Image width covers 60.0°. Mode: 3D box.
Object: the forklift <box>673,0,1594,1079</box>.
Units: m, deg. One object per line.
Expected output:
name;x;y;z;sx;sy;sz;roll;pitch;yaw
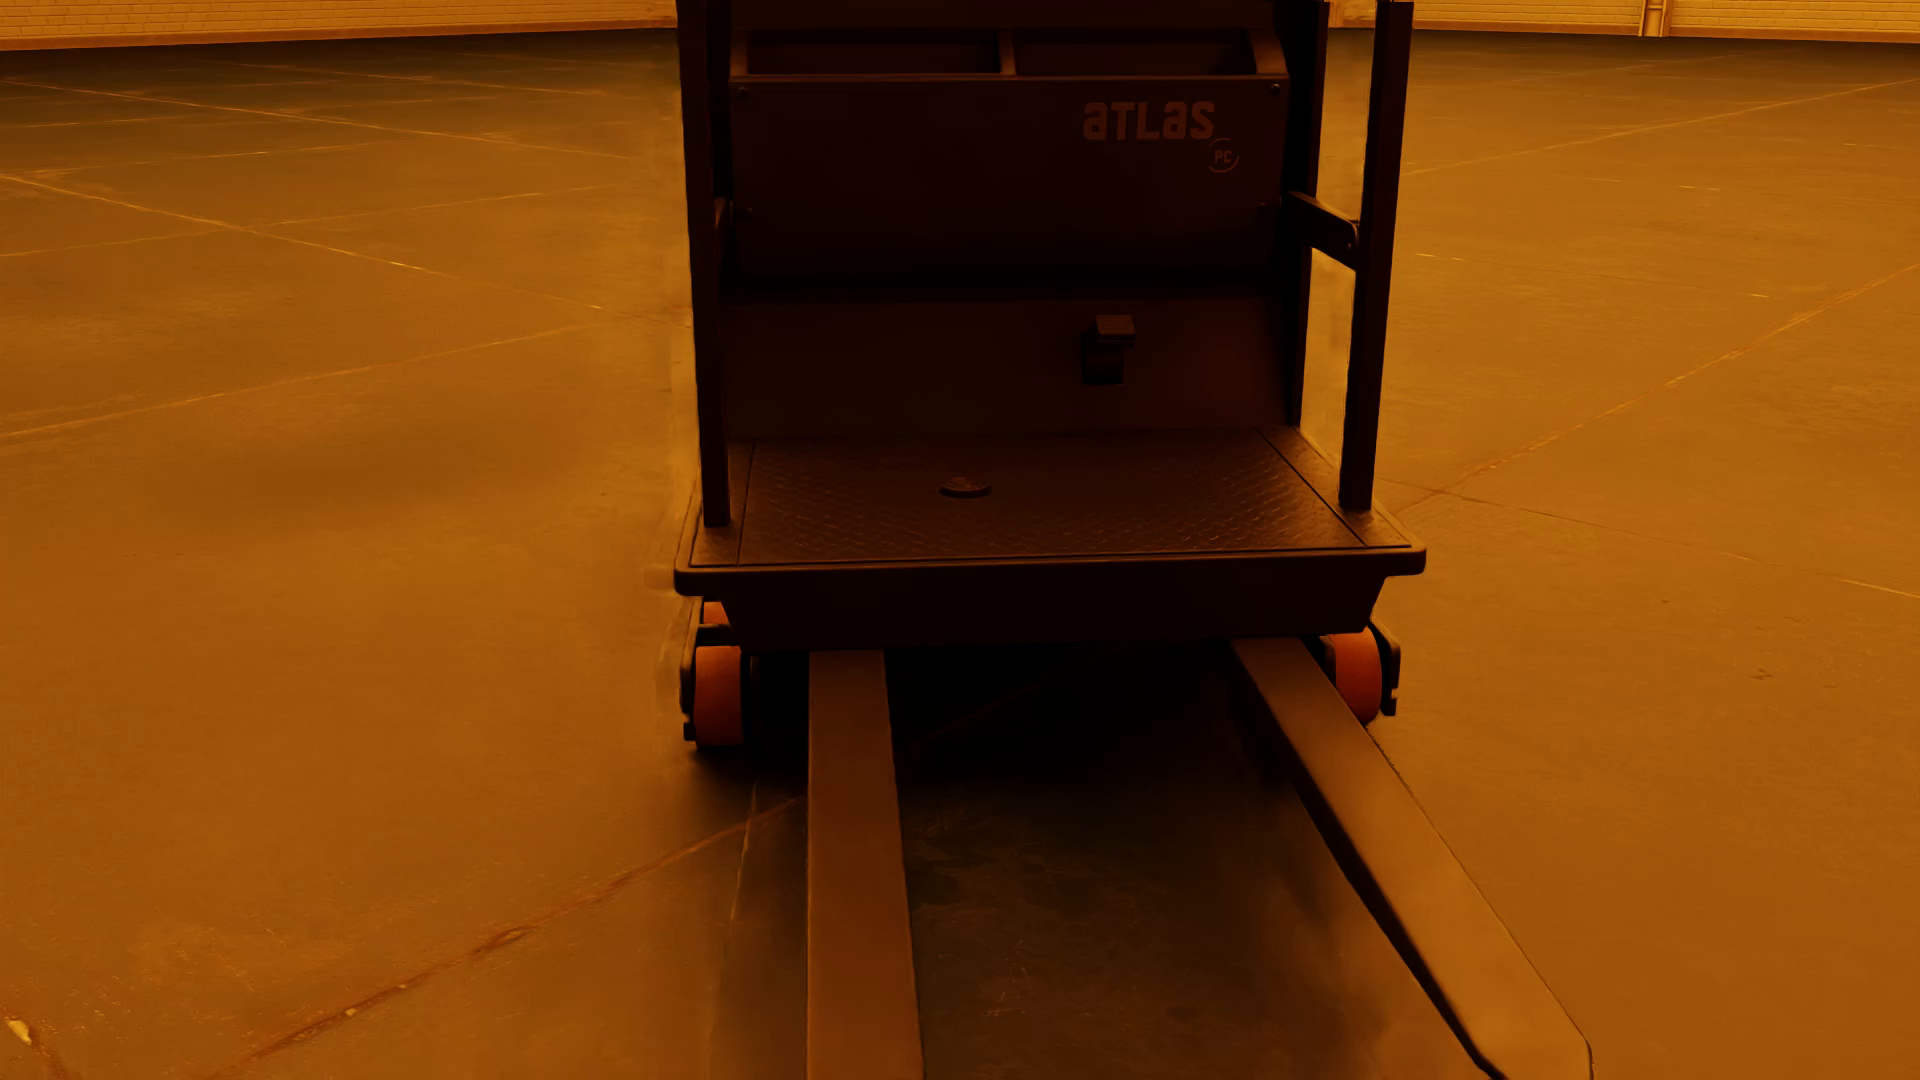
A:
forklift;0.101;-1.171;2.447;1.130;2.935;3.031;-2;19;-4
